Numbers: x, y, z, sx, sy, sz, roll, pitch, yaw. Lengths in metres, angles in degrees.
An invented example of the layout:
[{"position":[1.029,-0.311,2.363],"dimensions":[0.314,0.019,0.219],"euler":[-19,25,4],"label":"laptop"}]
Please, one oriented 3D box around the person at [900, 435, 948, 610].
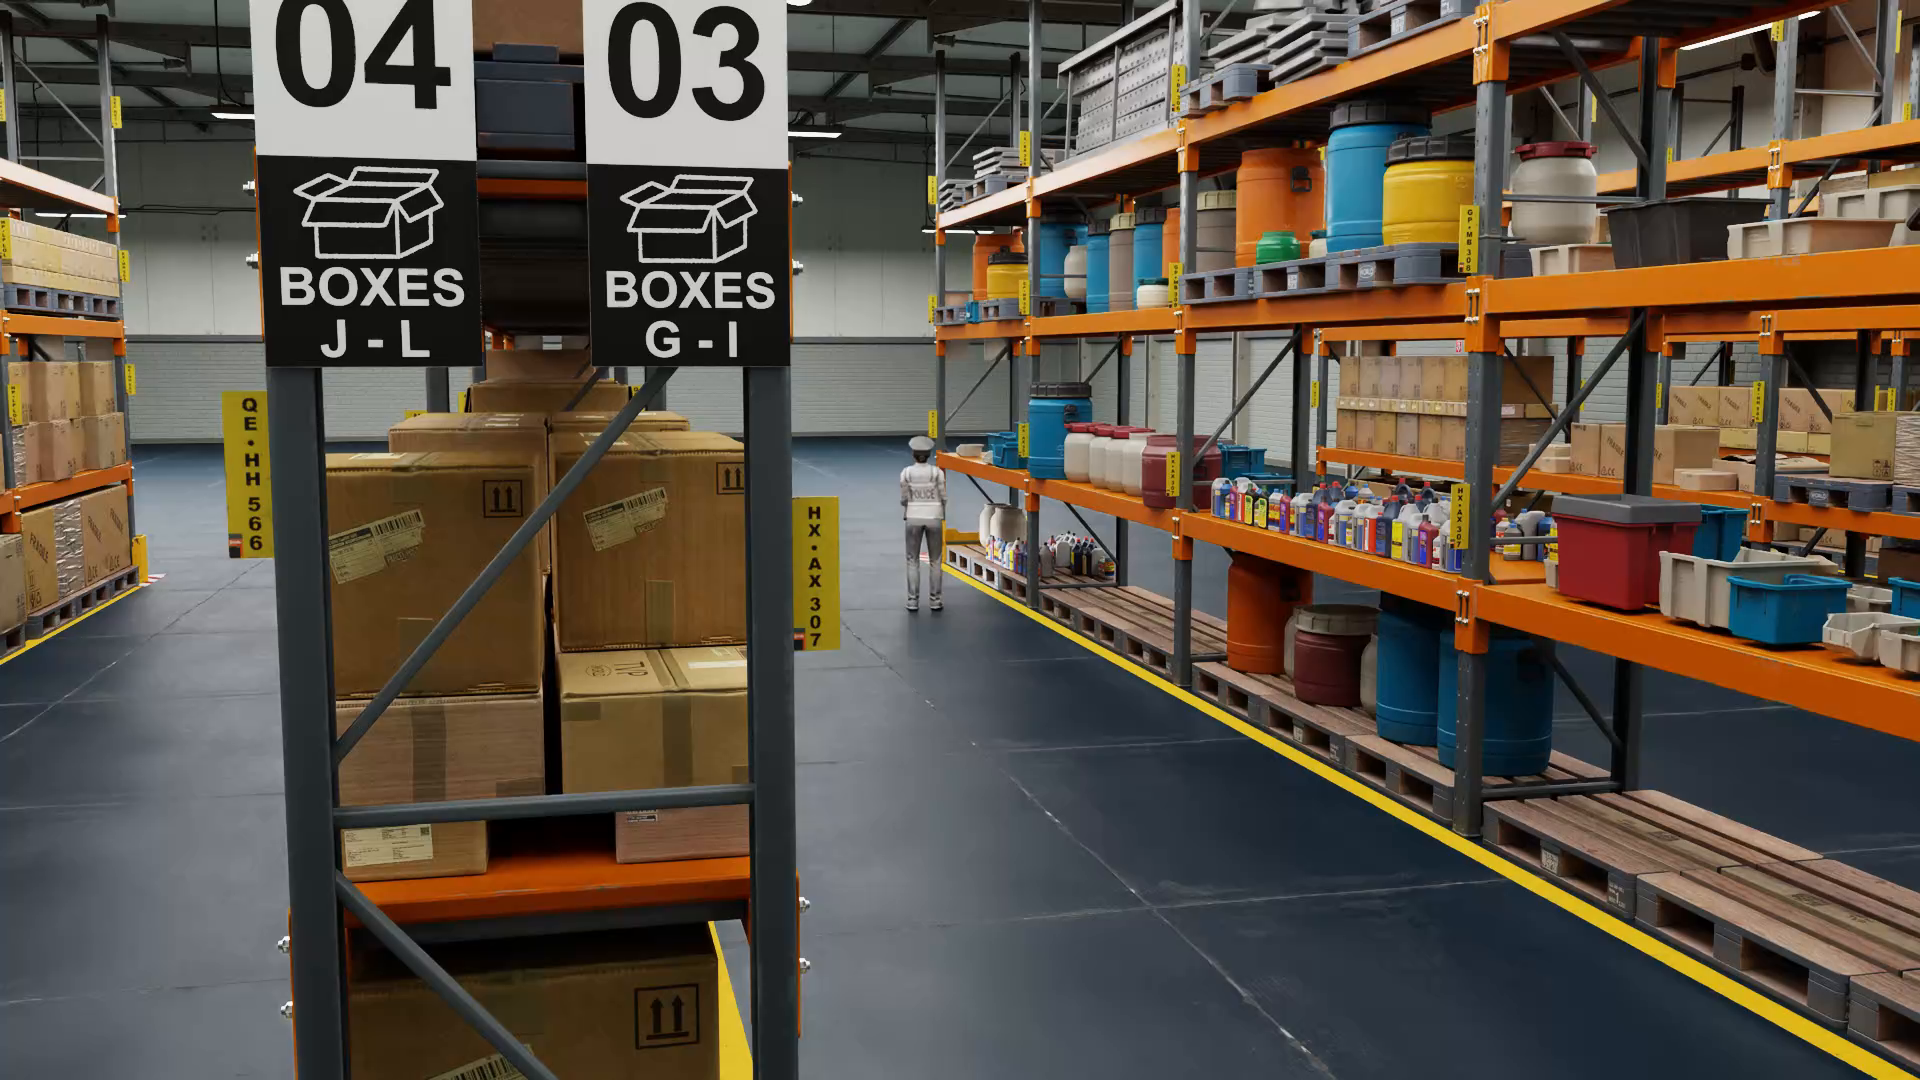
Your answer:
[{"position":[-0.351,-0.171,16.110],"dimensions":[0.465,1.691,0.554],"euler":[0,6,1],"label":"person"}]
